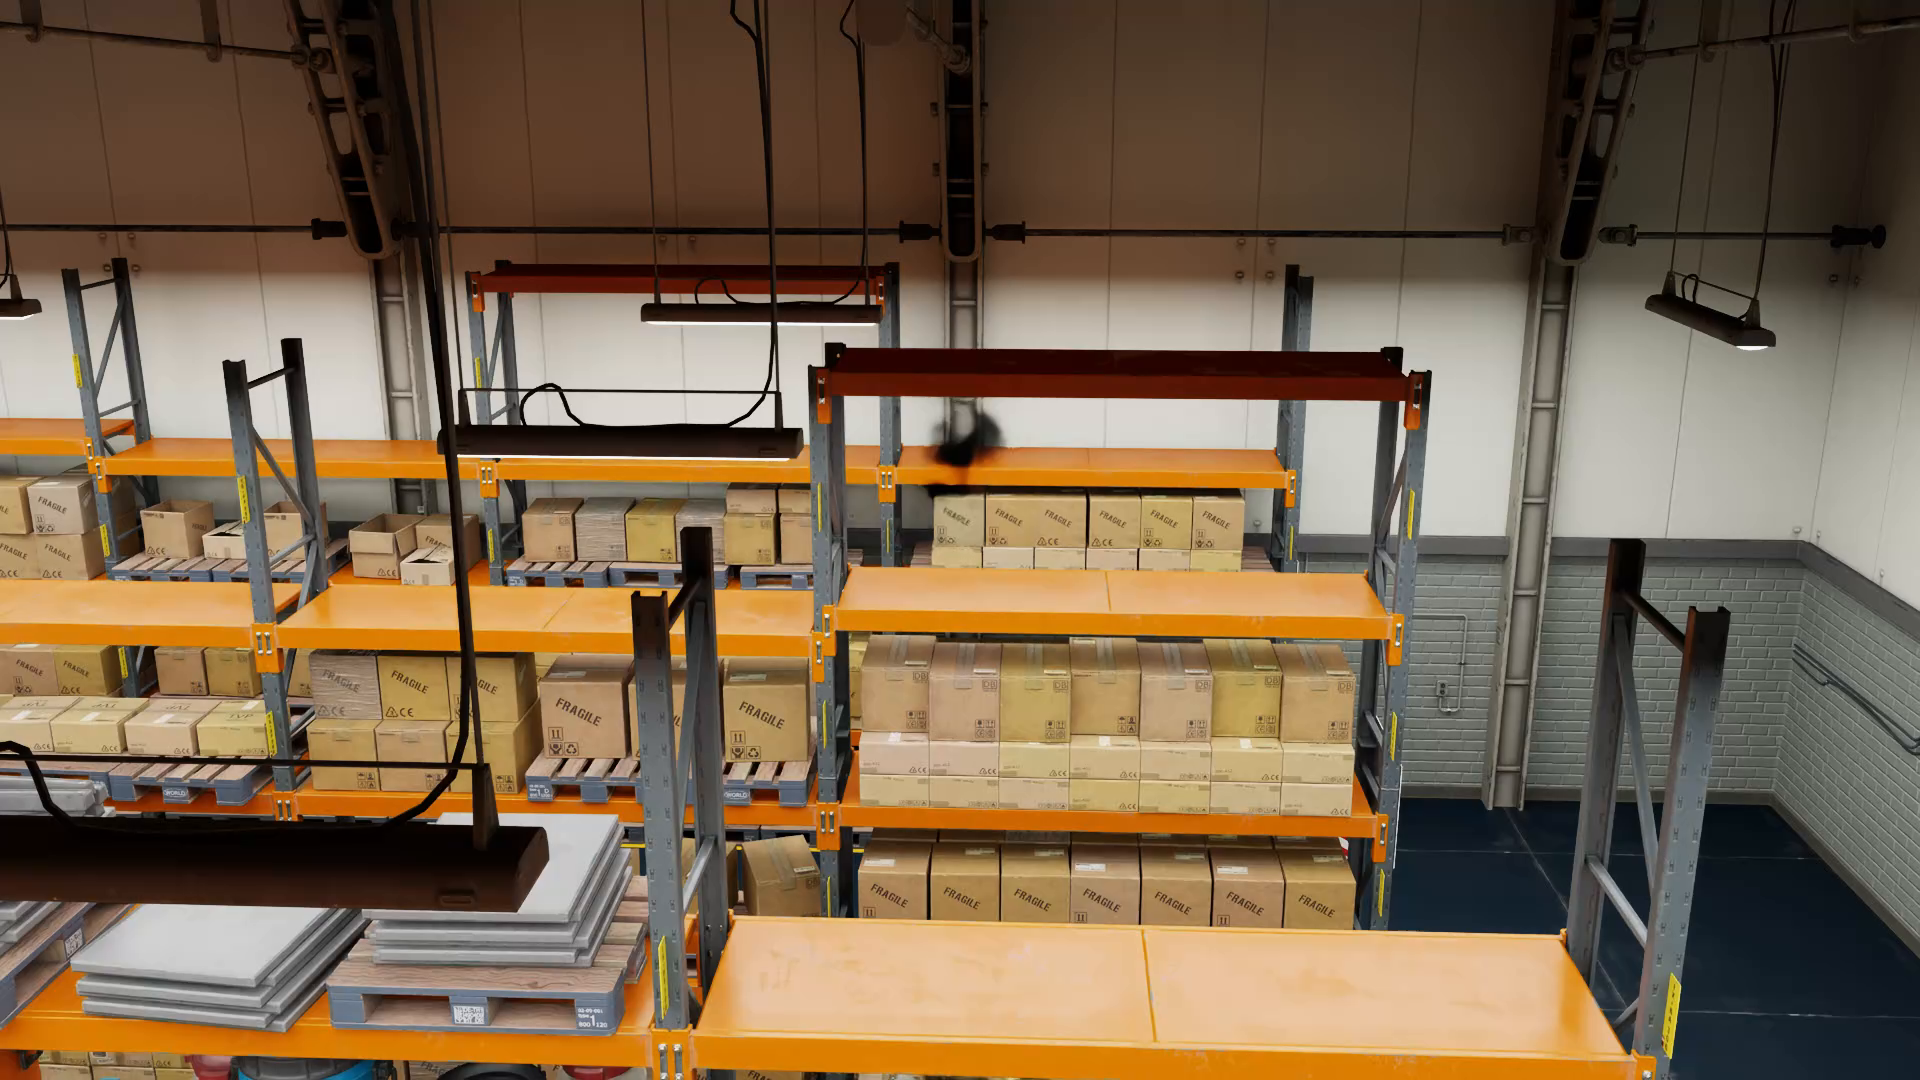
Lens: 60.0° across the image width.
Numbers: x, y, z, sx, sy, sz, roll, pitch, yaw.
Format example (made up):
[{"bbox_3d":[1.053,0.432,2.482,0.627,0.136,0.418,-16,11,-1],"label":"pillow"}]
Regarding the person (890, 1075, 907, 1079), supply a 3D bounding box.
[{"bbox_3d":[-0.327,4.256,10.908,0.806,1.670,0.578,-4,17,-13],"label":"person"}]
